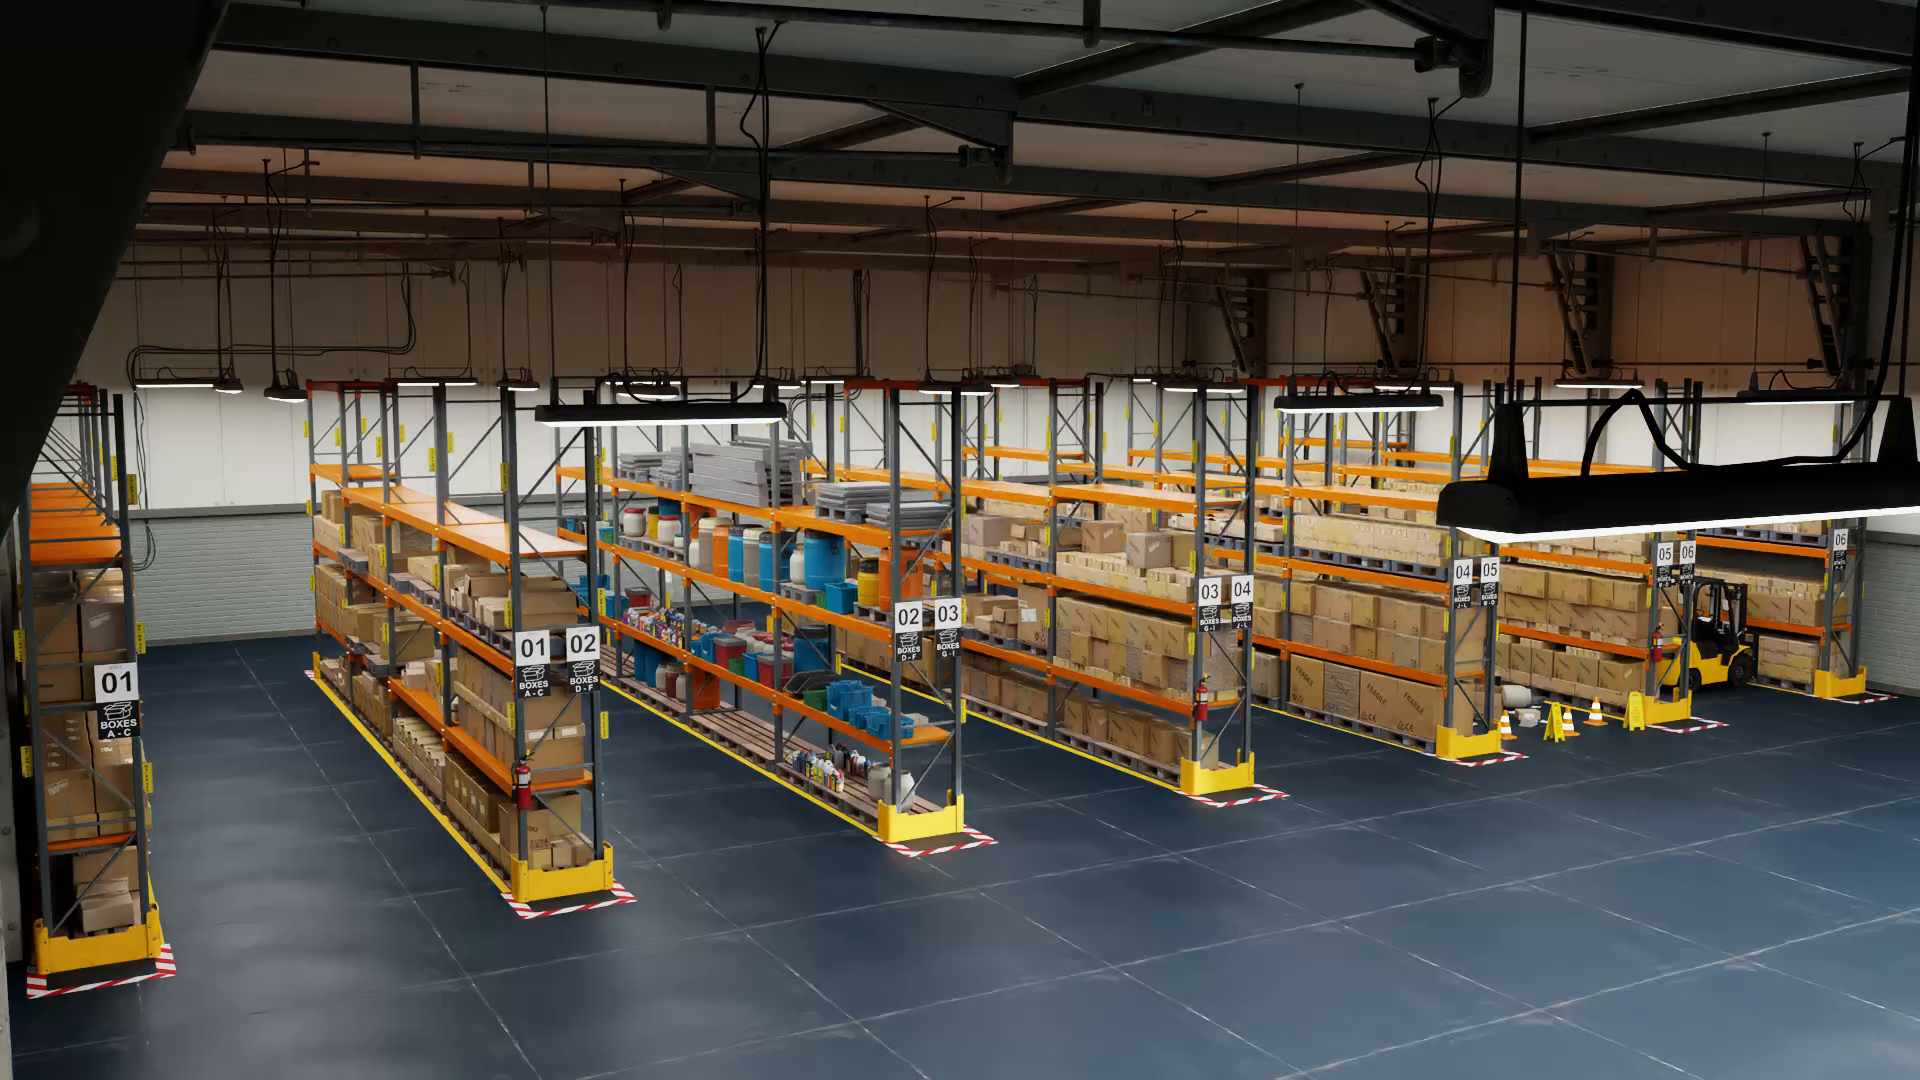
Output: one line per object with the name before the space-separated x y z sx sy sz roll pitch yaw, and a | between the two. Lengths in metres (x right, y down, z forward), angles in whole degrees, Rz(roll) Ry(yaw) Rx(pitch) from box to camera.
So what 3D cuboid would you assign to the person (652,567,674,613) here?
person | -7.409 1.034 41.577 0.649 1.749 0.534 -2 6 -17
